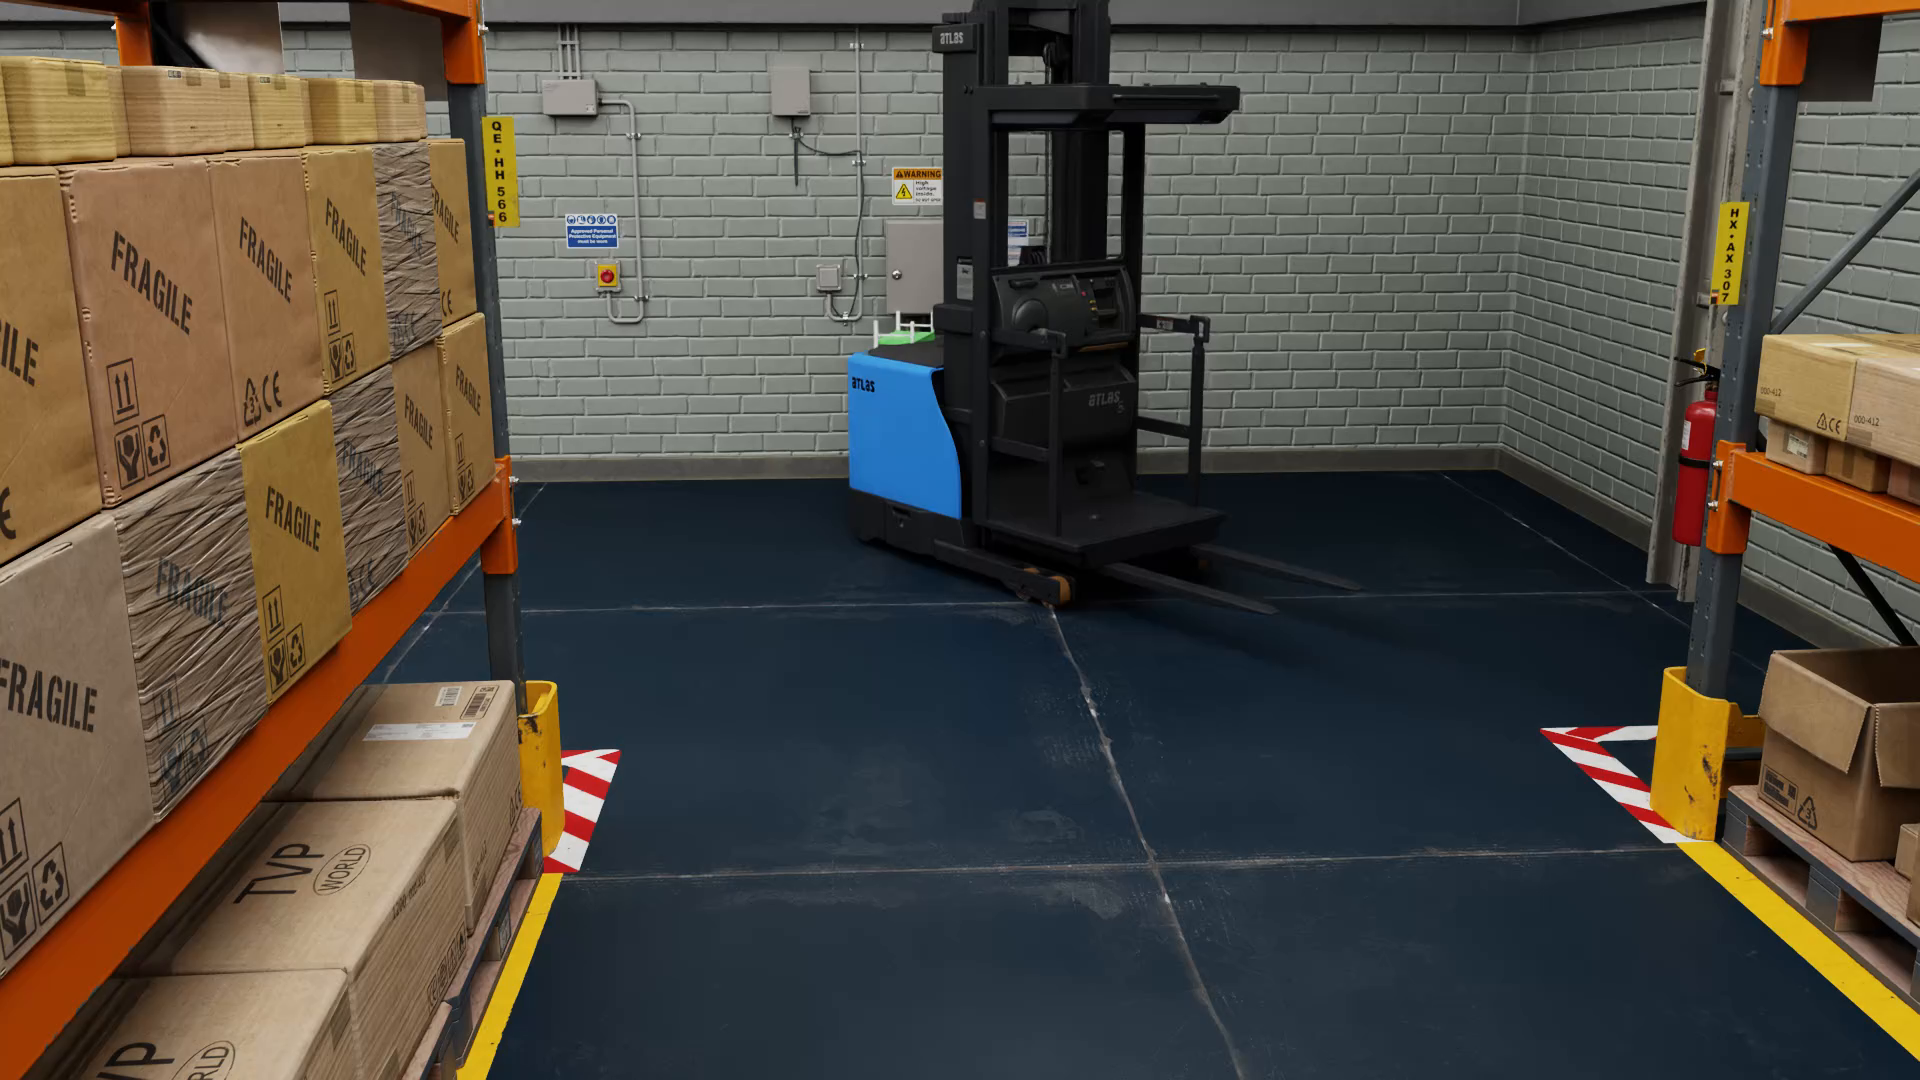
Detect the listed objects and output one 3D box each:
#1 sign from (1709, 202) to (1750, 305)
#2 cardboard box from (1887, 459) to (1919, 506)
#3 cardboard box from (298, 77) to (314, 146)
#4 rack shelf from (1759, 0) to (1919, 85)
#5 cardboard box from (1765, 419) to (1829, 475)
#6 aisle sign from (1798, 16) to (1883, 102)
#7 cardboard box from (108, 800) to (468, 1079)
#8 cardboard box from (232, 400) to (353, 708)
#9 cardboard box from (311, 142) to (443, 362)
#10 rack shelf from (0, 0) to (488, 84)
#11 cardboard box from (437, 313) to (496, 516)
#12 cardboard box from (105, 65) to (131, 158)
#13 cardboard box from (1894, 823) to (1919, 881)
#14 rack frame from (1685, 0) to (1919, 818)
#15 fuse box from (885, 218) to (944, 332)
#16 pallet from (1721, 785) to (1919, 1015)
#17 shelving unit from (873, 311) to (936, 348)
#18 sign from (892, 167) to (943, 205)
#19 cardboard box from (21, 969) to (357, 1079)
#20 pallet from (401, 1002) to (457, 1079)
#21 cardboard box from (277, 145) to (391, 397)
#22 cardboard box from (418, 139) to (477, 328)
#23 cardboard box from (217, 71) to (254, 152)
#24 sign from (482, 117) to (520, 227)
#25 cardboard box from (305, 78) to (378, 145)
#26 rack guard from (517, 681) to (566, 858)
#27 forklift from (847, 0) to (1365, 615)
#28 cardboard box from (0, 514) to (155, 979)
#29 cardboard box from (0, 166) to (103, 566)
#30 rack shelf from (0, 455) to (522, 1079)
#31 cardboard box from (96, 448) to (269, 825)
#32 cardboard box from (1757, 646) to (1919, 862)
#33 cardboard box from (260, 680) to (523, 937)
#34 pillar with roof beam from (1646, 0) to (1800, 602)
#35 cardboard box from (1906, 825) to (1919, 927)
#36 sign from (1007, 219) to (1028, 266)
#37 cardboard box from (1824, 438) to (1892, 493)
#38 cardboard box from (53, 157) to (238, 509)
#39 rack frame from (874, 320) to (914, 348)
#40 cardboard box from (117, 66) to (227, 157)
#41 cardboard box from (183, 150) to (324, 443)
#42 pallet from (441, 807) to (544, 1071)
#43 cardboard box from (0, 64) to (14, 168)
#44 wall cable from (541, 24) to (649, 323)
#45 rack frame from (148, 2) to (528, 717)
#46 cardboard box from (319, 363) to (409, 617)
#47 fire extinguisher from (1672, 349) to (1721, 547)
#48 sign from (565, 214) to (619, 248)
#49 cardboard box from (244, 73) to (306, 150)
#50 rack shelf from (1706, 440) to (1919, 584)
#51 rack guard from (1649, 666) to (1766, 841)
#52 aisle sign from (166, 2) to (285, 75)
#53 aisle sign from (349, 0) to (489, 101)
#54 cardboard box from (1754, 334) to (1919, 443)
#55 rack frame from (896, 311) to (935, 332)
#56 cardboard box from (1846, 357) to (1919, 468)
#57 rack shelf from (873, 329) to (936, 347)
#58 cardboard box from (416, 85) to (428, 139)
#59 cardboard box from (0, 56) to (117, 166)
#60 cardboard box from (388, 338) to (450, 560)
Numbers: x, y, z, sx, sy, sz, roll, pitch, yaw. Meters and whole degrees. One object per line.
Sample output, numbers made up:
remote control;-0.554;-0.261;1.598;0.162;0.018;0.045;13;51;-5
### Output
sign;2.478;-0.921;5.348;0.100;0.325;0.005;-1;14;-3
cardboard box;2.879;-0.175;4.691;0.380;0.149;0.250;-1;14;-4
cardboard box;-1.653;-0.938;3.643;0.380;0.149;0.250;-1;14;-4
rack shelf;3.143;-1.117;3.271;1.077;0.370;4.000;-1;14;-3
cardboard box;2.766;-0.302;5.186;0.380;0.149;0.250;-1;14;-4
aisle sign;2.722;-1.781;5.213;0.394;0.787;0.004;-1;14;-3
cardboard box;-1.729;0.995;3.938;0.875;0.438;0.875;0;14;-2
cardboard box;-1.538;0.016;3.243;0.500;0.500;0.500;0;14;-2
cardboard box;-1.605;-0.719;4.095;0.500;0.500;0.500;-1;14;-3
rack shelf;-1.811;-1.039;2.970;1.077;0.370;4.000;-1;14;-3
cardboard box;-1.640;-0.365;4.724;0.500;0.500;0.500;-1;14;-3
cardboard box;-1.576;-0.684;2.655;0.380;0.149;0.250;-1;14;-4
cardboard box;2.950;0.927;4.782;0.380;0.149;0.250;-1;15;-6
rack frame;3.019;-0.510;5.489;1.000;3.000;0.127;-1;14;-3
fuse box;-0.202;-1.207;10.782;0.539;1.711;0.414;-1;14;-3
pallet;3.074;1.058;4.992;1.003;0.211;1.213;-1;14;-3
shelving unit;-0.327;-0.750;10.035;0.258;1.200;0.503;3;15;13
sign;-0.270;-2.281;10.715;0.339;0.242;0.001;-1;14;-3
cardboard box;-1.675;1.219;3.066;0.875;0.438;0.875;-1;14;-5
pallet;-1.734;1.418;3.590;1.003;0.211;1.213;-1;14;-3
cardboard box;-1.578;-0.596;3.617;0.500;0.500;0.500;-1;14;-4
cardboard box;-1.667;-0.849;4.599;0.500;0.500;0.500;0;14;-2
cardboard box;-1.581;-0.811;3.150;0.380;0.149;0.250;0;14;-2
sign;-1.392;-1.113;5.033;0.100;0.325;0.005;-1;14;-3
cardboard box;-1.598;-1.004;3.900;0.380;0.149;0.250;-1;14;-2
rack guard;-1.936;0.772;5.522;1.175;0.500;0.348;-1;14;-3
forklift;0.677;-1.220;8.384;1.130;2.935;3.031;-12;18;-38
cardboard box;-1.482;0.268;2.264;0.500;0.500;0.500;-1;14;-3
cardboard box;-1.500;-0.218;2.147;0.500;0.500;0.500;-1;14;-4
rack shelf;-1.811;0.413;3.344;1.077;0.370;4.000;-1;14;-3
cardboard box;-1.506;0.144;2.745;0.500;0.500;0.500;-1;14;-3
cardboard box;2.963;0.649;5.151;0.797;0.503;0.637;-1;15;-6
cardboard box;-1.794;0.768;4.822;0.875;0.438;0.875;-1;14;-5
pillar with roof beam;-0.545;-4.033;7.143;9.100;9.000;0.400;-1;14;-3
cardboard box;2.977;0.864;4.322;0.700;0.500;0.500;0;14;-1
sign;0.279;-1.844;10.863;0.329;0.494;0.001;-1;14;-3
cardboard box;2.828;-0.240;4.943;0.380;0.149;0.250;-1;14;-2
cardboard box;-1.520;-0.346;2.643;0.500;0.500;0.500;-1;14;-2
rack frame;-0.383;-0.691;9.805;0.240;1.200;0.015;3;15;13
cardboard box;-1.523;-0.746;2.897;0.380;0.149;0.250;-1;14;-3
cardboard box;-1.549;-0.471;3.131;0.500;0.500;0.500;-1;14;-4
pallet;-1.807;1.116;4.767;1.003;0.211;1.213;-1;14;-3
cardboard box;-1.491;-0.556;2.159;0.380;0.149;0.250;-1;14;-4
wall cable;-2.307;-2.342;10.506;0.585;1.953;0.123;-1;14;-3
rack frame;-1.935;-0.432;5.187;1.000;3.000;0.127;-1;14;-3
cardboard box;-1.583;-0.112;3.742;0.500;0.500;0.500;0;14;-2
fire extinguisher;2.549;-0.321;5.659;0.296;0.674;0.183;-1;14;-3
sign;-2.359;-1.980;10.659;0.327;0.218;0.001;-1;14;-3
cardboard box;-1.579;-0.877;3.404;0.380;0.149;0.250;-1;14;-2
rack shelf;3.143;0.336;3.645;1.077;0.370;4.000;-1;14;-3
rack guard;3.024;0.719;5.727;1.175;0.500;0.348;-1;14;-3
aisle sign;-2.228;-1.705;4.916;0.394;0.787;0.004;-1;14;-3
aisle sign;-1.630;-1.714;4.952;0.394;0.787;0.004;-1;14;-3
cardboard box;2.779;-0.464;5.016;0.500;0.250;0.500;-1;14;-3
rack frame;-0.271;-0.810;10.265;0.240;1.200;0.015;3;15;13
cardboard box;2.810;-0.339;4.528;0.500;0.250;0.500;-1;14;-3
rack shelf;-0.327;-1.153;9.932;0.258;0.148;0.480;3;15;13
cardboard box;-1.712;-1.193;4.635;0.380;0.149;0.250;-1;14;-3
cardboard box;-1.479;-0.623;2.417;0.380;0.149;0.250;-1;14;-5
cardboard box;-1.624;-0.240;4.238;0.500;0.500;0.500;-1;14;-5
